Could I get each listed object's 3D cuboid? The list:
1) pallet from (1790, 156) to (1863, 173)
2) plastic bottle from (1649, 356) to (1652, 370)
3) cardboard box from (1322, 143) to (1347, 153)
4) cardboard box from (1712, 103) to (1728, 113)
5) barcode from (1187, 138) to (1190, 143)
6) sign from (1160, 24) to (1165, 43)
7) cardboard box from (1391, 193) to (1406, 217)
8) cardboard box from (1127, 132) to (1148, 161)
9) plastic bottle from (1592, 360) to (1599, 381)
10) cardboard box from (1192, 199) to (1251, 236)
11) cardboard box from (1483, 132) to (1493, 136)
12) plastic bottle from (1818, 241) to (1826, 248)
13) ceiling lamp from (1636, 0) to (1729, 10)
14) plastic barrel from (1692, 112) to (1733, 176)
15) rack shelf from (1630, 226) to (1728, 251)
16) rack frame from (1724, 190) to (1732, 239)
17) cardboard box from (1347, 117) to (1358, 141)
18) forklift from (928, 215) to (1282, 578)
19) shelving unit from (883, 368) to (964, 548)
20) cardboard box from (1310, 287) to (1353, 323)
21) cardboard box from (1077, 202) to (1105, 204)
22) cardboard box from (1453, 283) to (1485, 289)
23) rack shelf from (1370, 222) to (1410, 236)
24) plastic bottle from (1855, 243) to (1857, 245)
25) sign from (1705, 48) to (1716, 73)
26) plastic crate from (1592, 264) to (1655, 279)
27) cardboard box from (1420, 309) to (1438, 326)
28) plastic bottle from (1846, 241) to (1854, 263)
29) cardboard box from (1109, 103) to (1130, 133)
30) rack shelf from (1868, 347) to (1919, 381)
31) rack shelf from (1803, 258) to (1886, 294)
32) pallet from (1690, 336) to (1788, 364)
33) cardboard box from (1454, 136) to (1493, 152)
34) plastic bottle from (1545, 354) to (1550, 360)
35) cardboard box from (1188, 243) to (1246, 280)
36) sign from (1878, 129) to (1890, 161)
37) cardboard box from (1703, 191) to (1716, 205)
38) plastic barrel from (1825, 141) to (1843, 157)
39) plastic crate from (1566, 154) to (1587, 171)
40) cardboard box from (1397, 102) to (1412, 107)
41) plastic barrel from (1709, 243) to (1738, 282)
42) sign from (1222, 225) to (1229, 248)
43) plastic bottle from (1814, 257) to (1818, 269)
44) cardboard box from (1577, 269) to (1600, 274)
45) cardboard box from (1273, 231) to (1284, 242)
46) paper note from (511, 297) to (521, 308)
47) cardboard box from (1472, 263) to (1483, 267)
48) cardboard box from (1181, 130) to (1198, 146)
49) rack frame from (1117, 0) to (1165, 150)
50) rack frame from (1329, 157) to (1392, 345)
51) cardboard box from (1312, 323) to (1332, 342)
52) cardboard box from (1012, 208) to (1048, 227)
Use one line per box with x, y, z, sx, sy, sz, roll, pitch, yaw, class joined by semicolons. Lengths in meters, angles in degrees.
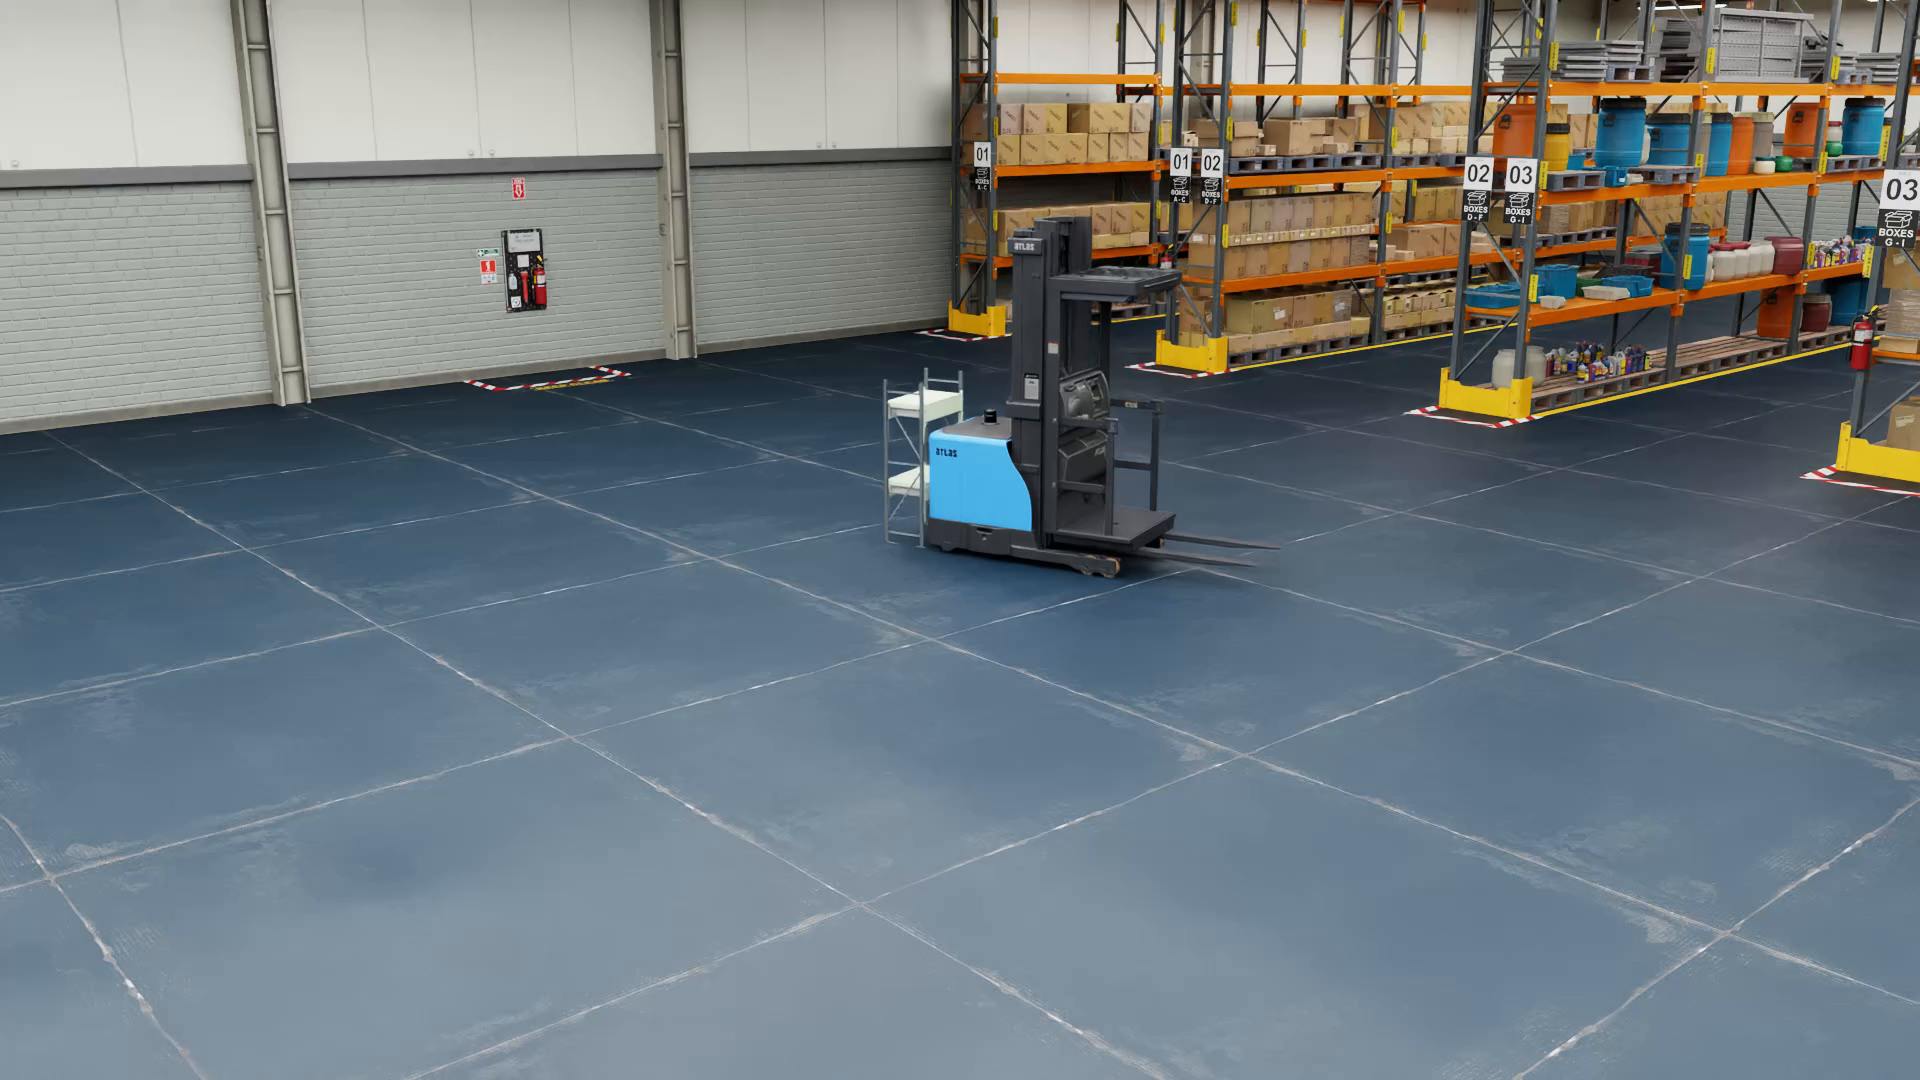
13.408;-5.913;26.127;1.213;0.211;1.003;-13;19;-39;pallet
9.681;-2.505;23.386;0.097;0.201;0.097;0;15;0;plastic bottle
5.770;-6.073;25.761;0.250;0.149;0.380;-13;19;-39;cardboard box
15.177;-8.655;33.896;0.500;0.500;0.700;-13;19;-39;cardboard box
3.394;-5.929;24.696;0.075;0.075;0.001;-13;19;-39;barcode
3.589;-8.975;29.448;0.005;0.325;0.100;-13;19;-39;sign
9.099;-7.125;35.303;0.500;0.500;0.500;-13;20;-40;cardboard box
3.026;-7.069;29.855;0.500;0.500;0.500;-12;19;-38;cardboard box
8.563;-2.288;22.438;0.097;0.271;0.097;0;15;0;plastic bottle
3.884;-4.815;24.755;0.500;0.500;0.700;-13;19;-39;cardboard box
9.825;-6.987;29.590;0.500;0.500;0.910;-13;19;-39;cardboard box
14.487;-4.901;28.026;0.135;0.276;0.152;-13;19;-39;plastic bottle
15.982;-13.410;36.704;0.800;3.185;2.000;-13;19;-39;ceiling lamp
10.978;-5.808;24.398;0.708;0.901;0.600;-13;19;-39;plastic barrel
14.045;-6.078;33.587;4.000;0.370;1.077;-13;19;-39;rack shelf
15.553;-6.765;34.762;0.127;3.000;1.000;-13;19;-39;rack frame
7.748;-8.454;34.228;0.500;0.500;0.700;-13;20;-39;cardboard box
1.255;-1.253;14.260;3.031;2.935;1.130;8;17;27;forklift
-0.327;-0.762;15.195;0.431;1.500;0.755;8;17;27;shelving unit
5.910;-3.765;26.594;0.500;0.500;0.500;-13;19;-39;cardboard box
2.362;-5.869;30.209;0.500;0.500;0.500;-13;20;-40;cardboard box
8.897;-4.329;29.071;0.500;0.311;0.500;-13;20;-40;cardboard box
7.773;-6.364;34.658;4.000;0.370;1.077;-13;19;-39;rack shelf
14.846;-4.781;27.586;0.097;0.271;0.097;0;15;0;plastic bottle
10.102;-6.455;22.384;0.005;0.325;0.100;-13;19;-39;sign
9.271;-3.673;23.308;0.504;0.338;0.767;-13;19;-39;plastic crate
7.743;-3.801;28.181;0.500;0.250;0.500;-13;20;-41;cardboard box
14.475;-4.692;27.099;0.185;0.351;0.144;-13;19;-39;plastic bottle
2.638;-7.453;29.356;0.500;0.500;0.500;-11;19;-36;cardboard box
11.492;-2.116;18.754;4.000;0.370;1.077;-13;19;-39;rack shelf
14.276;-4.436;27.437;4.000;0.370;1.077;-13;19;-39;rack shelf
12.157;-2.973;25.973;1.213;0.211;1.003;-13;19;-39;pallet
8.830;-6.809;28.592;0.500;0.250;0.500;-12;19;-38;cardboard box
8.038;-2.420;22.921;0.135;0.276;0.152;-12;19;-39;plastic bottle
3.844;-4.179;24.889;0.500;0.500;0.700;-13;19;-39;cardboard box
9.634;-4.113;17.309;0.005;0.325;0.100;-13;19;-39;sign
15.018;-7.081;33.817;0.500;0.500;0.500;-12;19;-38;cardboard box
13.717;-6.156;26.159;0.294;0.245;0.294;0;15;0;plastic barrel
7.973;-4.912;22.046;0.575;0.384;0.392;-13;19;-39;plastic crate
9.655;-9.205;35.915;0.500;0.500;0.500;-13;20;-40;cardboard box
11.169;-4.076;24.434;0.433;0.535;0.433;0;15;0;plastic barrel
3.843;-4.402;24.085;0.005;0.325;0.100;-13;19;-39;sign
13.485;-4.390;26.256;0.097;0.201;0.097;0;15;0;plastic bottle
11.973;-4.870;31.662;0.500;0.500;0.500;-13;19;-39;cardboard box
4.698;-4.616;25.266;0.250;0.149;0.380;-14;20;-41;cardboard box
-6.405;-3.435;24.004;0.142;0.148;0.016;-13;19;-39;paper note
11.459;-6.501;37.804;0.500;0.500;0.700;-13;20;-40;cardboard box
4.176;-7.486;31.009;0.500;0.311;0.500;-12;19;-38;cardboard box
3.246;-8.594;29.986;0.127;3.000;1.000;-13;19;-39;rack frame
6.501;-4.732;27.152;0.127;3.000;1.000;-13;19;-39;rack frame
5.543;-3.315;26.361;0.500;0.250;0.500;-13;19;-39;cardboard box
1.166;-5.421;28.533;0.500;0.500;0.500;-13;19;-39;cardboard box
